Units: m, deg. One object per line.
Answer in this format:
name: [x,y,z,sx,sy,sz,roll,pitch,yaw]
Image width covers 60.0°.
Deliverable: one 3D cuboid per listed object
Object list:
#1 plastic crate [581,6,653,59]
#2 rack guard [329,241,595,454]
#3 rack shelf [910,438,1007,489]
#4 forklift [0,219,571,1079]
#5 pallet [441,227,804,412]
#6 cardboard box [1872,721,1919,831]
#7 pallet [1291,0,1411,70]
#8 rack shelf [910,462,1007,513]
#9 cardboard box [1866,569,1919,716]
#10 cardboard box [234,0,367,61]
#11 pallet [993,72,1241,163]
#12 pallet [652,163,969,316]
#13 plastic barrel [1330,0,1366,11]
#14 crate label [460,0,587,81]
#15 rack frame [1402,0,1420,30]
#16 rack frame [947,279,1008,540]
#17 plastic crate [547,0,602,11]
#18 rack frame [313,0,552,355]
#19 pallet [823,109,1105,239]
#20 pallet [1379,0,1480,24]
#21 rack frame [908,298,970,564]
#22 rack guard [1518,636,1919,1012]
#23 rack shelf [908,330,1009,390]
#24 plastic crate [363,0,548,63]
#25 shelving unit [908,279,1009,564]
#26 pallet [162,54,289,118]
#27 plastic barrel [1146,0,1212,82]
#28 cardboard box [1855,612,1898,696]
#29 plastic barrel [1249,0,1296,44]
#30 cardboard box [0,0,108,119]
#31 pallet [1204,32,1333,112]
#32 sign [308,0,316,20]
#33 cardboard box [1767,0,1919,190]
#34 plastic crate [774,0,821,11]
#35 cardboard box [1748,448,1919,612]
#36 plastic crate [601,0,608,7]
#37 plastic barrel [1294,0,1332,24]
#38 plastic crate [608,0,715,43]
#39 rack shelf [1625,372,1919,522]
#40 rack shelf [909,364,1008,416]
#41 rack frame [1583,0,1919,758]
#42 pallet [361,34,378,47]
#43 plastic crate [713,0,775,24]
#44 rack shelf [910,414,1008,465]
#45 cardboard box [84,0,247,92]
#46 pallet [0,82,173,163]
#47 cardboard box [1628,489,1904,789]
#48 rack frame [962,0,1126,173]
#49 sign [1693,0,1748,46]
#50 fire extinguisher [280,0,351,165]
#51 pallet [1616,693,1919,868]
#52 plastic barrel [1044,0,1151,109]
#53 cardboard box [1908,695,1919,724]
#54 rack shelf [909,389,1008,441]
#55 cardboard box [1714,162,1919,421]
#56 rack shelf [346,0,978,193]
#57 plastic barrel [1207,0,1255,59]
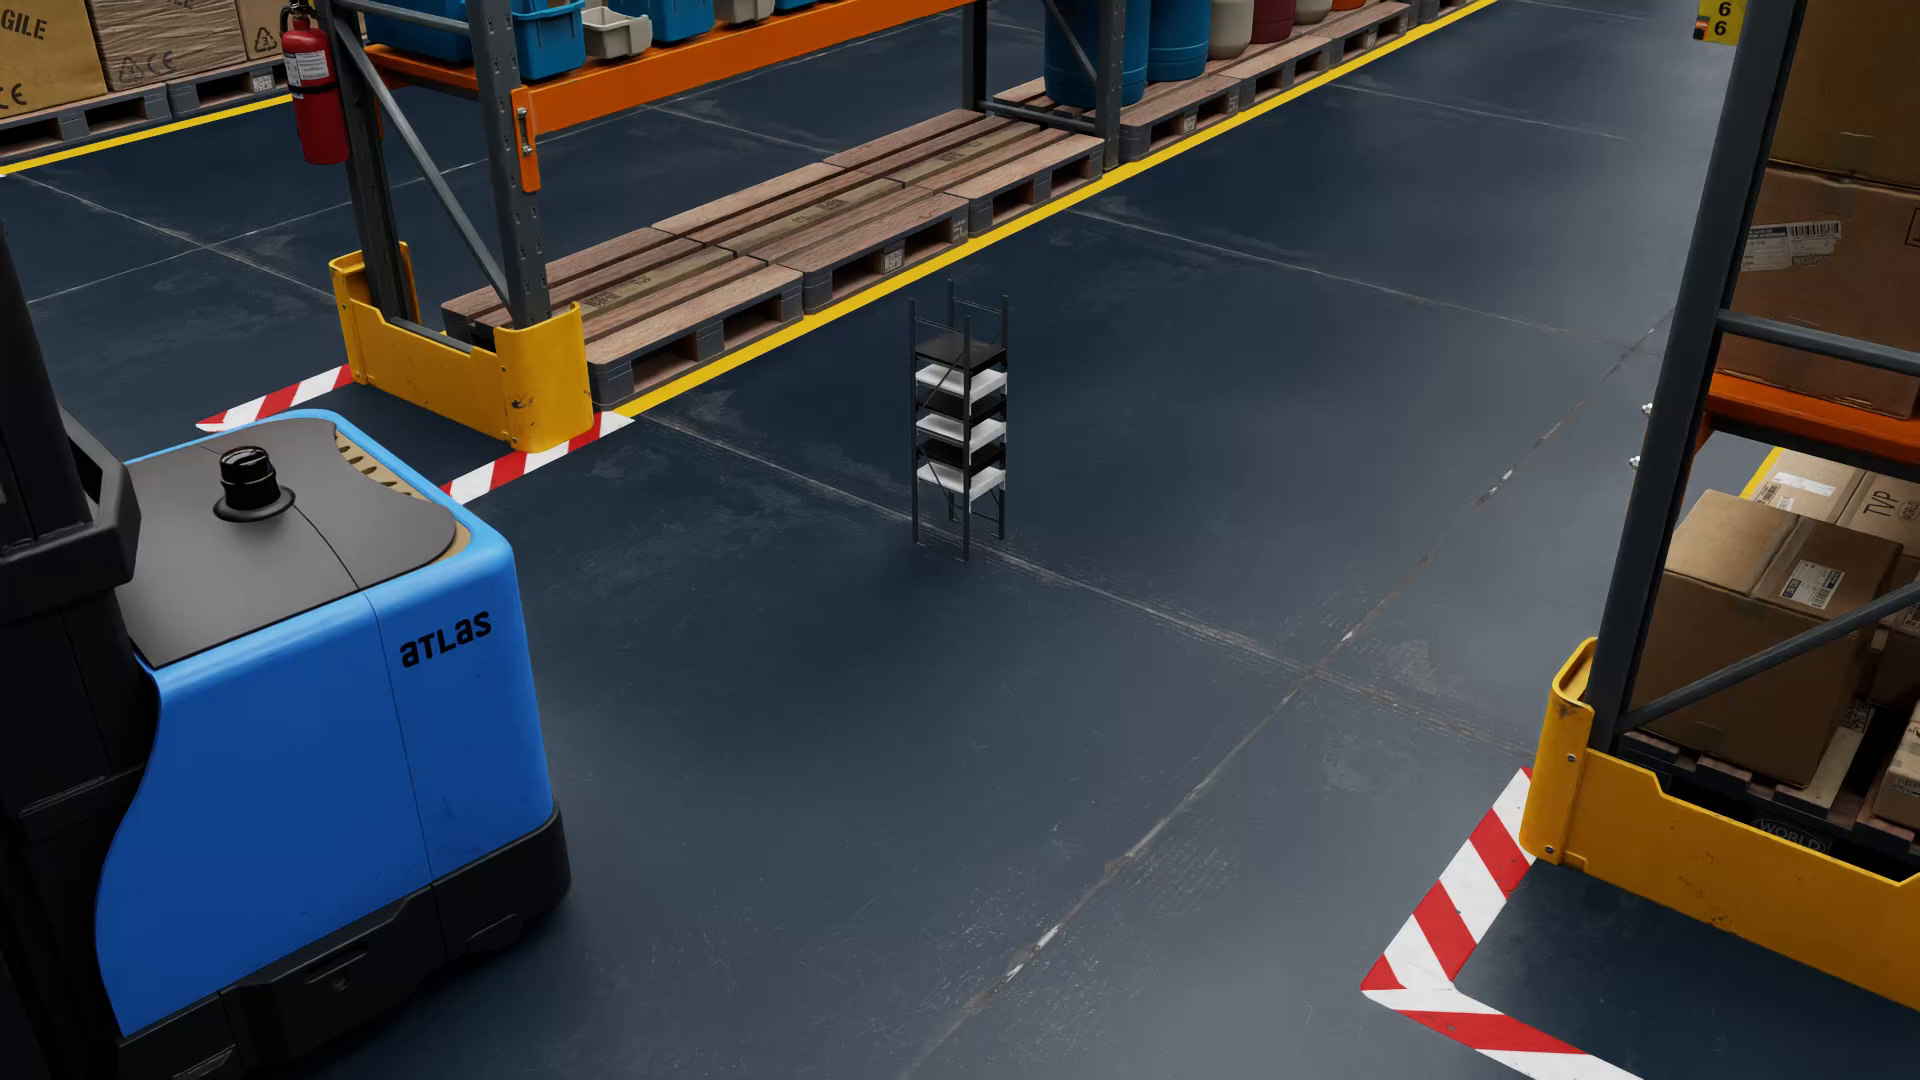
plastic crate: [-1.299,-1.884,6.187,0.250,0.136,0.298,21,37,31]
rack guard: [-1.974,-0.779,6.573,1.175,0.500,0.348,21,37,31]
rack shelf: [-0.005,-0.278,5.578,0.258,0.077,0.200,21,37,31]
forklift: [-2.397,-0.005,2.884,3.031,2.935,1.130,-25,39,-36]
pallet: [-1.441,-0.991,7.216,1.003,0.211,1.213,21,37,31]
cardboard box: [2.504,0.631,4.108,0.380,0.149,0.250,21,37,31]
pallet: [2.416,-3.587,11.595,1.003,0.211,1.213,21,37,31]
rack shelf: [-0.005,-0.200,5.624,0.258,0.077,0.200,21,37,31]
cardboard box: [2.833,0.315,4.542,0.500,0.250,0.500,21,37,31]
cardboard box: [-4.510,-3.675,10.681,0.875,0.875,0.875,21,37,31]
pallet: [0.944,-2.595,9.921,1.003,0.211,1.213,21,37,31]
pallet: [-0.704,-1.485,8.049,1.003,0.211,1.213,21,37,31]
plastic barrel: [2.577,-4.162,11.548,0.600,0.830,0.708,21,37,31]
crate label: [-1.558,-1.821,5.985,0.416,0.233,0.303,21,37,31]
rack frame: [2.859,-5.119,11.446,1.000,3.000,0.127,21,37,31]
rack frame: [0.056,-0.425,5.585,0.240,0.900,0.006,21,37,31]
plastic crate: [-1.622,-2.167,6.665,0.396,0.136,0.243,21,37,31]
rack frame: [-1.970,-1.868,5.959,1.000,3.000,0.127,21,37,31]
pallet: [0.032,-1.983,8.889,1.003,0.211,1.213,21,37,31]
pallet: [3.358,-4.223,12.668,1.003,0.211,1.213,21,37,31]
rack frame: [-0.066,-0.343,5.445,0.240,0.900,0.006,21,37,31]
rack guard: [2.023,0.703,4.074,1.175,0.500,0.348,21,37,31]
rack shelf: [-0.005,-0.587,5.394,0.258,0.077,0.200,21,37,31]
plastic crate: [-1.917,-2.102,6.262,0.616,0.435,0.499,21,37,31]
shelving unit: [-0.005,-0.384,5.515,0.258,0.900,0.210,21,37,31]
pallet: [-4.762,-3.035,10.664,1.003,0.211,1.213,21,37,31]
plastic barrel: [1.214,-3.275,9.981,0.600,0.901,0.708,21,37,31]
cardboard box: [2.425,0.254,4.727,0.380,0.166,0.250,21,37,31]
plastic barrel: [1.896,-3.600,10.835,0.600,0.588,0.708,21,37,31]
cardboard box: [-5.596,-2.943,9.446,0.875,0.875,0.875,21,37,31]
pallet: [1.680,-3.093,10.762,1.003,0.211,1.213,21,37,31]
sign: [-2.418,-2.101,6.192,0.100,0.325,0.005,21,37,31]
cardboard box: [2.026,-1.080,3.552,0.500,0.500,0.500,21,36,31]
plastic crate: [-0.764,-2.356,6.888,0.416,0.233,0.300,21,37,31]
cardboard box: [2.706,-0.022,5.110,0.500,0.250,0.500,21,37,31]
plastic crate: [-1.436,-2.281,6.856,0.396,0.136,0.243,21,37,31]
plastic barrel: [2.308,-3.769,11.195,0.421,0.512,0.421,0,31,0]
plastic crate: [-1.161,-2.088,6.437,0.416,0.233,0.300,21,37,31]
rack shelf: [3.184,-0.845,4.940,1.077,0.370,4.000,21,37,31]
rack shelf: [-0.005,-0.510,5.440,0.258,0.077,0.200,21,37,31]
rack frame: [1.977,-0.342,3.384,1.000,3.000,0.127,21,37,31]
pallet: [-4.026,-3.533,11.505,1.003,0.211,1.213,21,37,31]
plastic crate: [-0.889,-2.160,6.652,0.250,0.136,0.298,21,37,31]
rack shelf: [-0.005,-0.355,5.532,0.258,0.077,0.200,21,37,31]
cardboard box: [-5.047,-3.313,10.071,0.875,0.875,0.875,21,37,31]
pallet: [-5.498,-2.541,9.831,1.003,0.211,1.213,21,37,31]
cardboard box: [2.109,0.248,4.410,0.500,0.500,0.500,21,37,31]
rack frame: [0.445,-3.494,8.703,1.000,3.000,0.127,21,37,31]
sign: [1.546,-1.155,3.311,0.100,0.325,0.005,21,37,31]
fire extinguisher: [-2.423,-1.753,6.207,0.296,0.674,0.183,21,37,31]
pallet: [2.503,0.503,4.695,1.003,0.211,1.213,21,37,31]
plastic barrel: [0.787,-2.987,9.495,0.600,0.901,0.708,21,37,31]
cardboard box: [2.655,0.522,4.275,0.380,0.166,0.250,21,37,31]
rack shelf: [-0.005,-0.433,5.486,0.258,0.077,0.200,21,37,31]
cardboard box: [2.030,-0.651,3.808,0.500,0.500,0.500,22,37,33]
rack shelf: [-0.763,-2.371,7.514,1.077,0.370,4.000,21,37,31]
plastic barrel: [1.626,-3.310,10.421,0.421,0.512,0.421,0,31,0]
